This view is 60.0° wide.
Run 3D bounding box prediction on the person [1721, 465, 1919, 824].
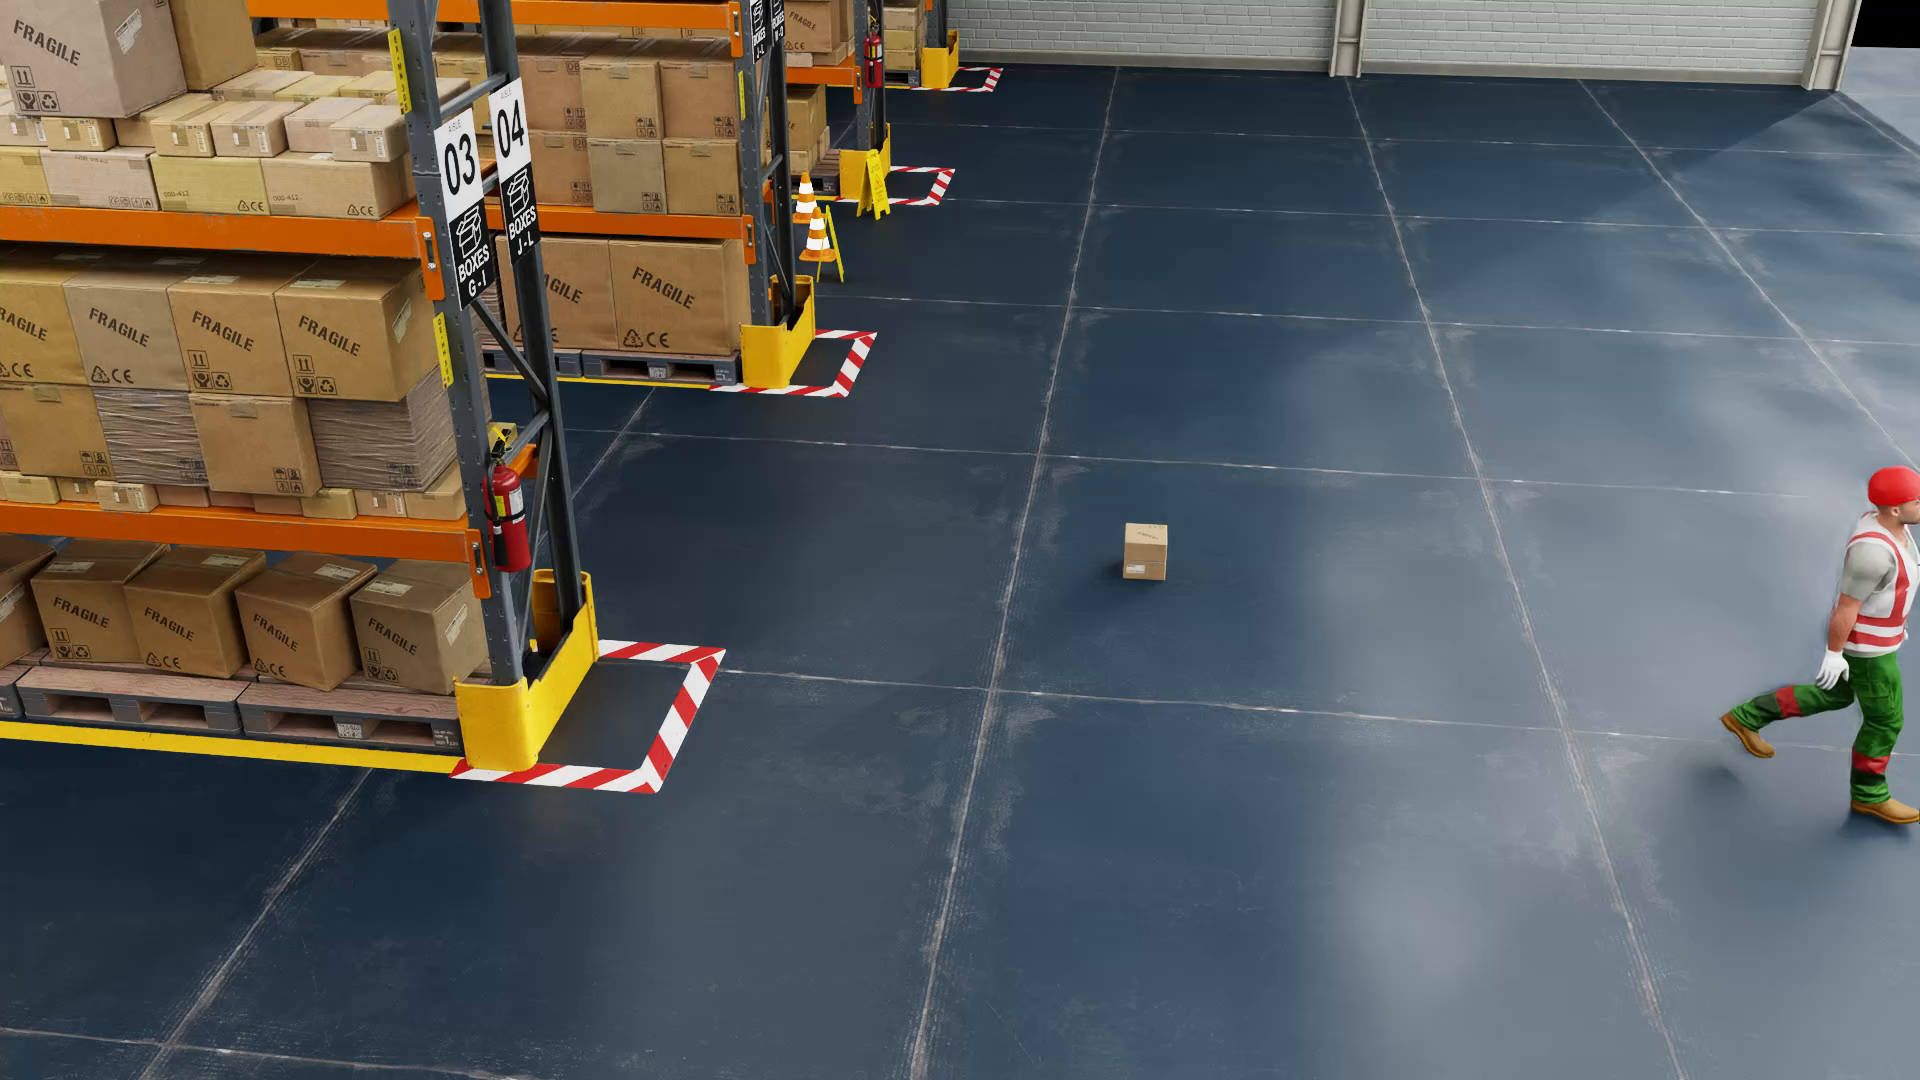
[{"bbox_3d":[4.193,0.440,7.771,0.945,1.760,0.573,15,32,26],"label":"person"}]
